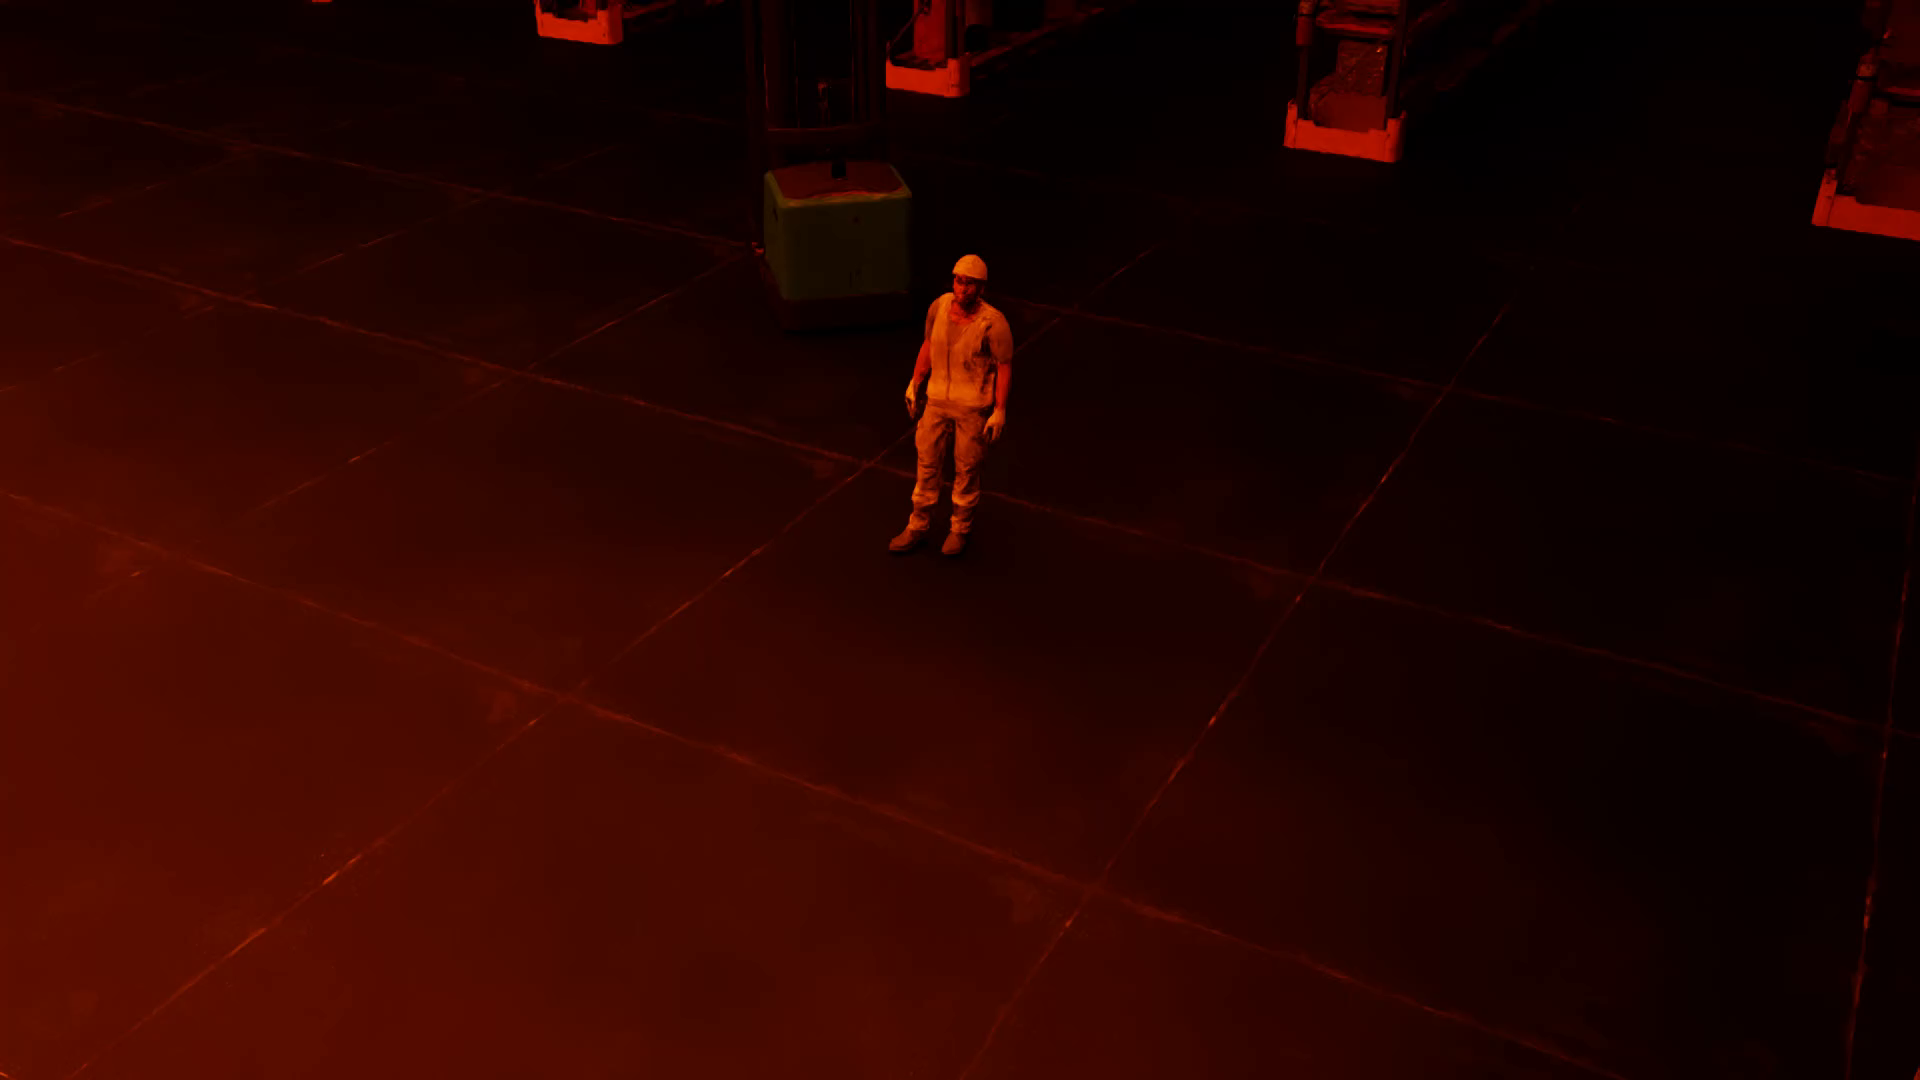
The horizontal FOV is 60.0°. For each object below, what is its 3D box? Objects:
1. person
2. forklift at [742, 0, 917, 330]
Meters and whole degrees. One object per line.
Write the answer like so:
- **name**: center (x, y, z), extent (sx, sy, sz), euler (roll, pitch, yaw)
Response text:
- **person**: center (-0.049, -0.748, 9.495), extent (0.637, 1.787, 0.561), euler (15, 33, 25)
- **forklift**: center (-1.177, -3.585, 13.282), extent (1.130, 2.935, 3.031), euler (-7, 31, -12)
